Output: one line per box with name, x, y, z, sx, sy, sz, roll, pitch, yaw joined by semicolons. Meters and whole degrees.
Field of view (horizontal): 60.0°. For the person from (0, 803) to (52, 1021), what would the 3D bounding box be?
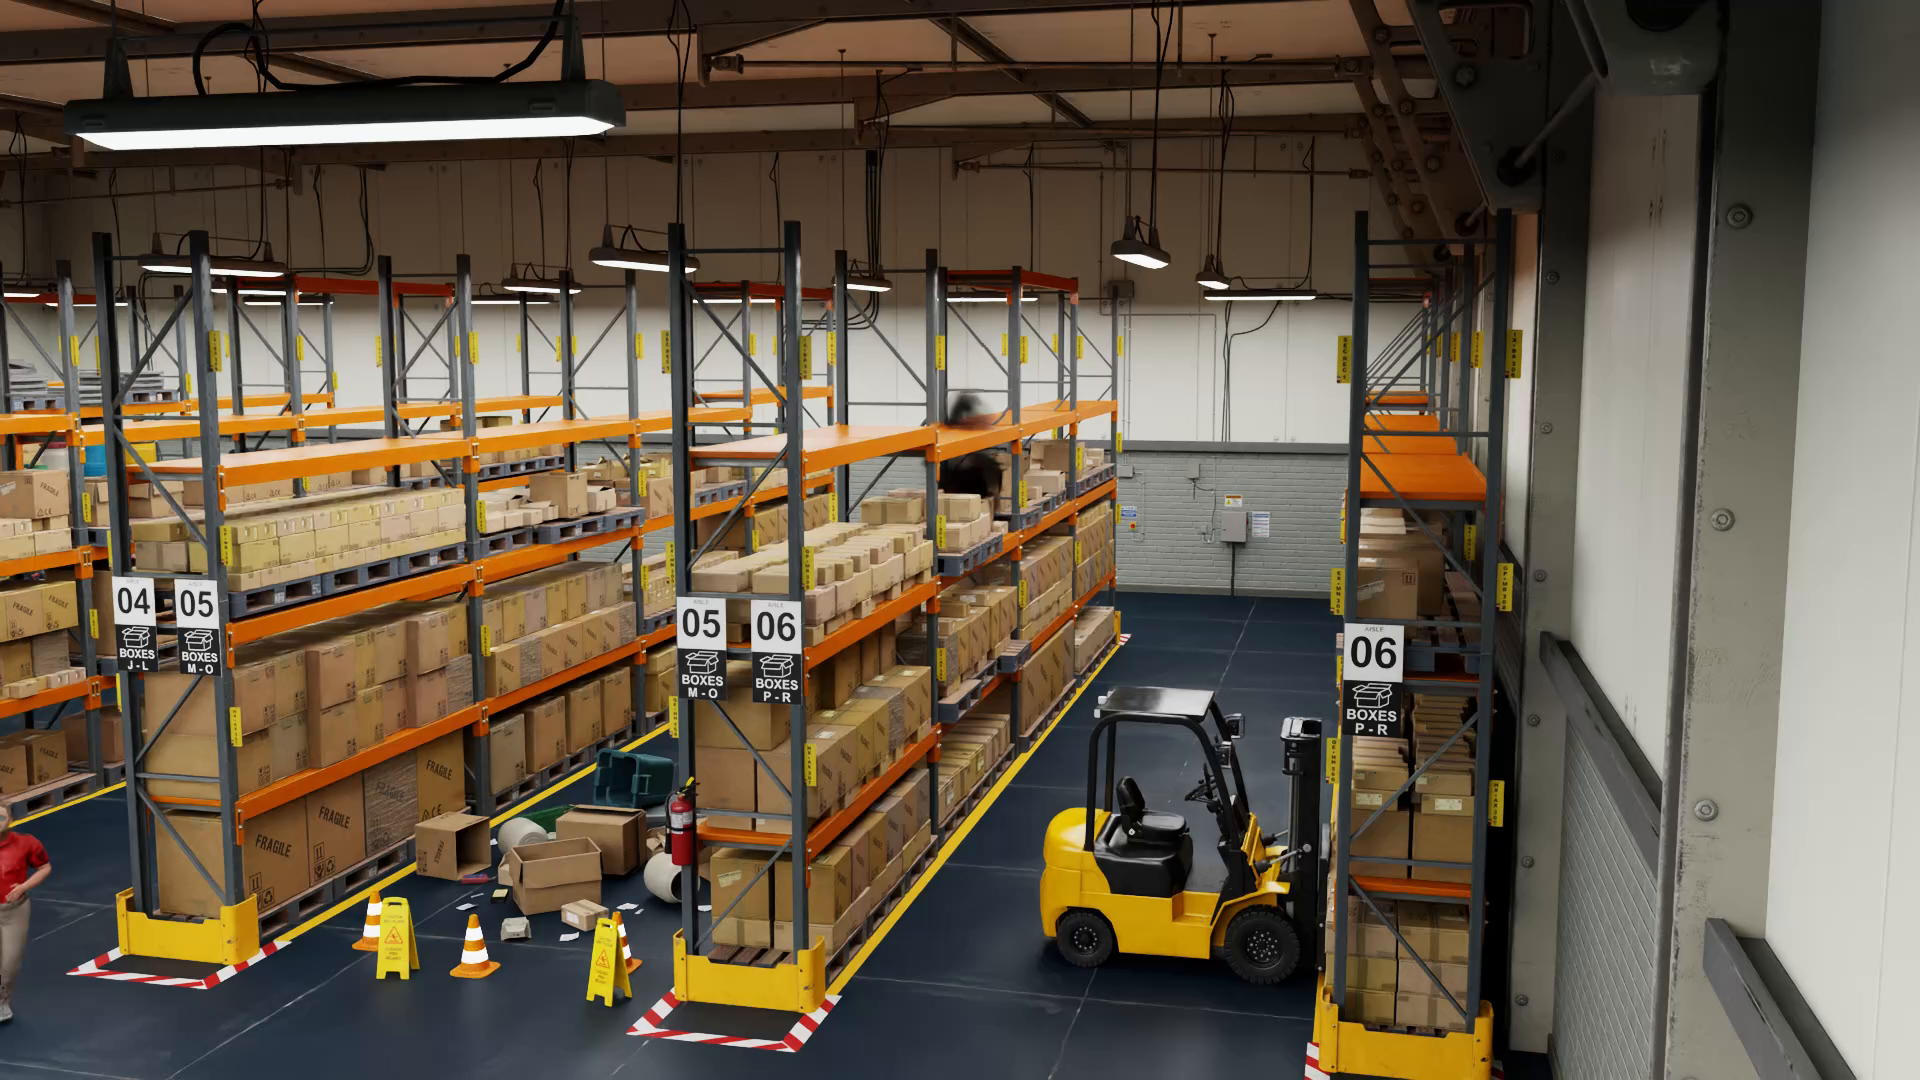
person;-7.183;2.816;12.465;0.686;1.712;0.596;-3;8;-26
